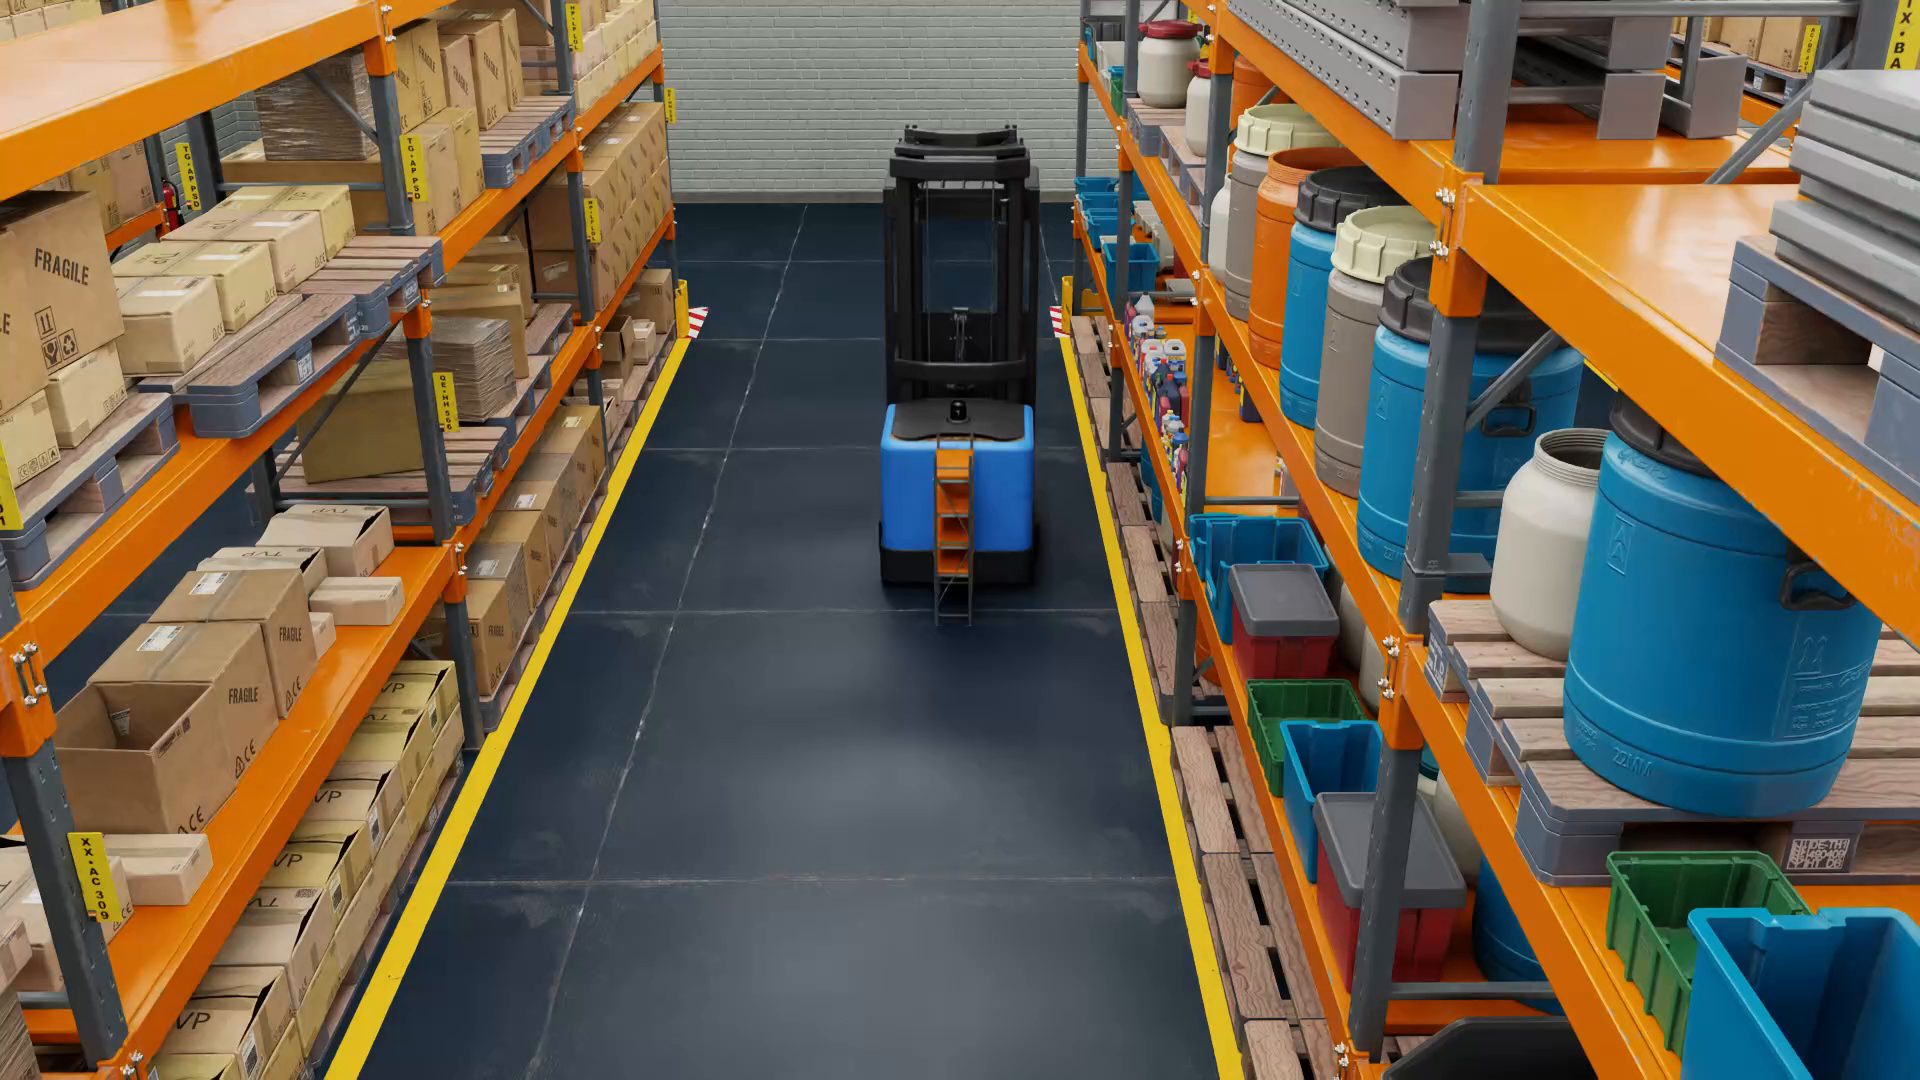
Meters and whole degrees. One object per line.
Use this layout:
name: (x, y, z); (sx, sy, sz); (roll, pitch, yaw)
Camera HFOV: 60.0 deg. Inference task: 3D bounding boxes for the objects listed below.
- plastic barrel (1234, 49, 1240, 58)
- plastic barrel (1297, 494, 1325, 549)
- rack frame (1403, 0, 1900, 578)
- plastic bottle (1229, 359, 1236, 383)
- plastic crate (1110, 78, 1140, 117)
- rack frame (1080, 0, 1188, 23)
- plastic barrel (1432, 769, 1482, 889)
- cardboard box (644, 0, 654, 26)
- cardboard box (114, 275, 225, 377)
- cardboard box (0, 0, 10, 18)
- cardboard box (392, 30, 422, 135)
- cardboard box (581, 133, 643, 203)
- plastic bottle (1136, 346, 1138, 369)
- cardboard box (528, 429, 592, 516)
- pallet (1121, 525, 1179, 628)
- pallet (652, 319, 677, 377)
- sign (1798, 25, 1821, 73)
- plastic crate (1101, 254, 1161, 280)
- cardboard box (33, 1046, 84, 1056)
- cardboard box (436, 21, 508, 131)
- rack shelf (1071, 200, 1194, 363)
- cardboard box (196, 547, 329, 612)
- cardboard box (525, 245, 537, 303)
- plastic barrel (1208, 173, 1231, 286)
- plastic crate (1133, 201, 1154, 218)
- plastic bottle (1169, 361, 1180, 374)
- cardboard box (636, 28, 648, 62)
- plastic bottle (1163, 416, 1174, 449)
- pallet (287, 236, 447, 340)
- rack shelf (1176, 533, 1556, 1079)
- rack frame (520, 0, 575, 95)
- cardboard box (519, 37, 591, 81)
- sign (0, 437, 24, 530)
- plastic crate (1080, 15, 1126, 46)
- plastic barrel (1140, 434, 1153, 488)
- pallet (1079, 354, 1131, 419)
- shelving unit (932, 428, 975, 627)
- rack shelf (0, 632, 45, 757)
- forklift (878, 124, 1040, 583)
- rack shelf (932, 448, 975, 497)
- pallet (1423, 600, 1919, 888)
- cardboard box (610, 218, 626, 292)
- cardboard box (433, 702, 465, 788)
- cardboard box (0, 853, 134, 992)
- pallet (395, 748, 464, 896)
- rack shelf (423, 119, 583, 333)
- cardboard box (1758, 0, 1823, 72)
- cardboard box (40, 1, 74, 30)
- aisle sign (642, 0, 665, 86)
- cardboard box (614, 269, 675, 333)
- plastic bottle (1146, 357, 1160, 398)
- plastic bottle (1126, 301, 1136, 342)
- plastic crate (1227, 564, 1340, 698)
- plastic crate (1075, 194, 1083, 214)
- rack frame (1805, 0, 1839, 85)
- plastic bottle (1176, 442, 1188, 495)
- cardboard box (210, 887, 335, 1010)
plastic barrel: (1.847, -2.937, 10.230); (0.600, 0.901, 0.708); (0, 24, -1)
plastic barrel: (2.027, -0.077, 8.499); (0.600, 0.536, 0.708); (0, 24, -1)
rack frame: (1.763, -1.290, 4.066); (1.000, 3.000, 0.127); (0, 24, -1)
plastic bottle: (1.890, -1.212, 11.329); (0.097, 0.271, 0.097); (0, 24, 0)
plastic crate: (1.369, -3.297, 12.400); (0.450, 0.188, 0.662); (0, 24, -1)
rack frame: (1.632, -6.235, 14.999); (1.000, 3.000, 0.127); (0, 24, -1)
plastic barrel: (1.972, 0.986, 6.148); (0.433, 0.535, 0.433); (0, 24, 0)
cardboard box: (-3.061, -4.797, 15.034); (0.500, 0.250, 0.500); (0, 24, -1)
cardboard box: (-3.150, -0.814, 6.326); (0.500, 0.250, 0.500); (-2, 24, -5)
cardboard box: (-7.981, -4.396, 13.214); (0.500, 0.500, 0.500); (0, 24, 0)
cardboard box: (-3.238, -2.442, 8.919); (0.500, 0.500, 0.500); (0, 24, -1)
cardboard box: (-3.019, -3.166, 14.160); (0.500, 0.500, 0.500); (0, 24, 1)
plastic bottle: (1.280, -1.292, 11.590); (0.097, 0.201, 0.097); (0, 24, 0)
cardboard box: (-2.988, -0.488, 12.073); (0.500, 0.500, 0.500); (0, 24, 0)
pallet: (1.659, 0.239, 11.348); (1.003, 0.211, 1.213); (0, 24, -1)
pallet: (-3.311, -1.850, 15.969); (1.003, 0.211, 1.213); (0, 24, -1)
sign: (6.073, -3.511, 11.893); (0.100, 0.325, 0.005); (0, 24, -1)
plastic crate: (1.395, -2.215, 13.653); (0.437, 0.125, 0.590); (0, 24, -1)
cardboard box: (-3.493, 1.890, 6.461); (0.500, 0.311, 0.500); (0, 24, 1)
cardboard box: (-3.316, -2.999, 10.731); (0.600, 0.600, 0.600); (-1, 24, -1)
rack shelf: (1.654, -2.350, 14.562); (1.077, 0.370, 4.000); (0, 24, -1)
cardboard box: (-3.418, 0.226, 8.103); (0.500, 0.311, 0.500); (-1, 24, -1)
cardboard box: (-3.540, -2.083, 12.978); (0.500, 0.500, 0.500); (0, 24, 0)
plastic barrel: (1.416, -1.493, 8.020); (0.421, 0.512, 0.421); (0, 24, 0)
plastic crate: (1.822, -3.074, 15.536); (0.396, 0.136, 0.243); (0, 24, -1)
plastic bottle: (1.437, -1.102, 11.170); (0.097, 0.201, 0.097); (0, 24, 0)
cardboard box: (-3.057, -4.363, 14.681); (0.500, 0.250, 0.500); (0, 24, -1)
plastic bottle: (1.296, -0.663, 10.200); (0.097, 0.201, 0.097); (0, 24, 0)
pallet: (-3.137, -1.186, 7.704); (1.213, 0.211, 1.003); (1, 24, 2)
rack shelf: (1.741, 0.947, 7.273); (1.077, 0.370, 4.000); (0, 24, -1)
rack frame: (-3.277, -4.566, 11.309); (1.000, 3.000, 0.127); (0, 24, -1)
cardboard box: (-3.034, -3.560, 12.301); (0.500, 0.250, 0.500); (0, 24, -1)
sign: (-2.635, -0.178, 4.523); (0.100, 0.325, 0.005); (0, 24, -1)
plastic crate: (1.358, -4.649, 15.291); (0.497, 0.269, 0.590); (0, 24, -1)
plastic barrel: (1.665, -0.864, 12.441); (0.600, 0.901, 0.708); (0, 24, -1)
pallet: (1.613, -1.390, 14.950); (1.003, 0.211, 1.213); (0, 24, -1)
shelving unit: (-0.038, -0.080, 10.855); (0.258, 1.200, 0.503); (1, 24, 1)
rack shelf: (-3.168, 1.249, 2.965); (1.077, 0.370, 4.000); (0, 24, -1)
forklift: (0.015, -1.602, 12.119); (1.130, 2.935, 3.031); (1, 24, 1)
rack shelf: (-0.038, -0.438, 10.693); (0.258, 0.148, 0.480); (1, 24, 1)
pallet: (1.868, 0.459, 4.067); (1.213, 0.211, 1.003); (0, 24, -1)
cardboard box: (-3.019, -2.300, 13.458); (0.500, 0.500, 0.500); (0, 24, 0)
cardboard box: (-2.984, 1.093, 8.904); (0.500, 0.250, 0.500); (0, 24, 1)
cardboard box: (-3.239, 1.329, 5.736); (0.500, 0.250, 0.500); (1, 24, 3)
pallet: (-3.264, 1.426, 8.725); (1.003, 0.211, 1.213); (0, 24, -1)
rack shelf: (-3.256, -2.047, 10.253); (1.077, 0.370, 4.000); (0, 24, -1)
cardboard box: (6.560, -3.847, 12.607); (0.700, 0.500, 0.500); (-2, 24, -4)
cardboard box: (-7.994, -4.477, 14.304); (0.500, 0.250, 0.500); (-1, 24, -3)
aisle sign: (-3.016, -4.695, 15.719); (0.394, 0.787, 0.004); (0, 24, -1)
cardboard box: (-3.069, -2.319, 16.121); (0.500, 0.500, 0.500); (0, 24, -1)
plastic bottle: (1.286, -1.077, 11.031); (0.097, 0.271, 0.097); (0, 24, 0)
plastic bottle: (1.255, -1.592, 12.155); (0.061, 0.283, 0.133); (0, 24, -1)
plastic crate: (1.431, 0.433, 7.458); (0.402, 0.464, 0.583); (0, 24, -1)
plastic crate: (1.226, -3.173, 15.756); (0.250, 0.136, 0.298); (0, 24, -1)
rack frame: (6.628, -4.609, 11.404); (1.000, 3.000, 0.127); (0, 24, -1)
plastic bottle: (1.286, -0.412, 9.546); (0.061, 0.283, 0.133); (0, 24, -1)
cardboard box: (-2.953, 1.679, 6.928); (0.500, 0.311, 0.500); (-1, 24, -2)
